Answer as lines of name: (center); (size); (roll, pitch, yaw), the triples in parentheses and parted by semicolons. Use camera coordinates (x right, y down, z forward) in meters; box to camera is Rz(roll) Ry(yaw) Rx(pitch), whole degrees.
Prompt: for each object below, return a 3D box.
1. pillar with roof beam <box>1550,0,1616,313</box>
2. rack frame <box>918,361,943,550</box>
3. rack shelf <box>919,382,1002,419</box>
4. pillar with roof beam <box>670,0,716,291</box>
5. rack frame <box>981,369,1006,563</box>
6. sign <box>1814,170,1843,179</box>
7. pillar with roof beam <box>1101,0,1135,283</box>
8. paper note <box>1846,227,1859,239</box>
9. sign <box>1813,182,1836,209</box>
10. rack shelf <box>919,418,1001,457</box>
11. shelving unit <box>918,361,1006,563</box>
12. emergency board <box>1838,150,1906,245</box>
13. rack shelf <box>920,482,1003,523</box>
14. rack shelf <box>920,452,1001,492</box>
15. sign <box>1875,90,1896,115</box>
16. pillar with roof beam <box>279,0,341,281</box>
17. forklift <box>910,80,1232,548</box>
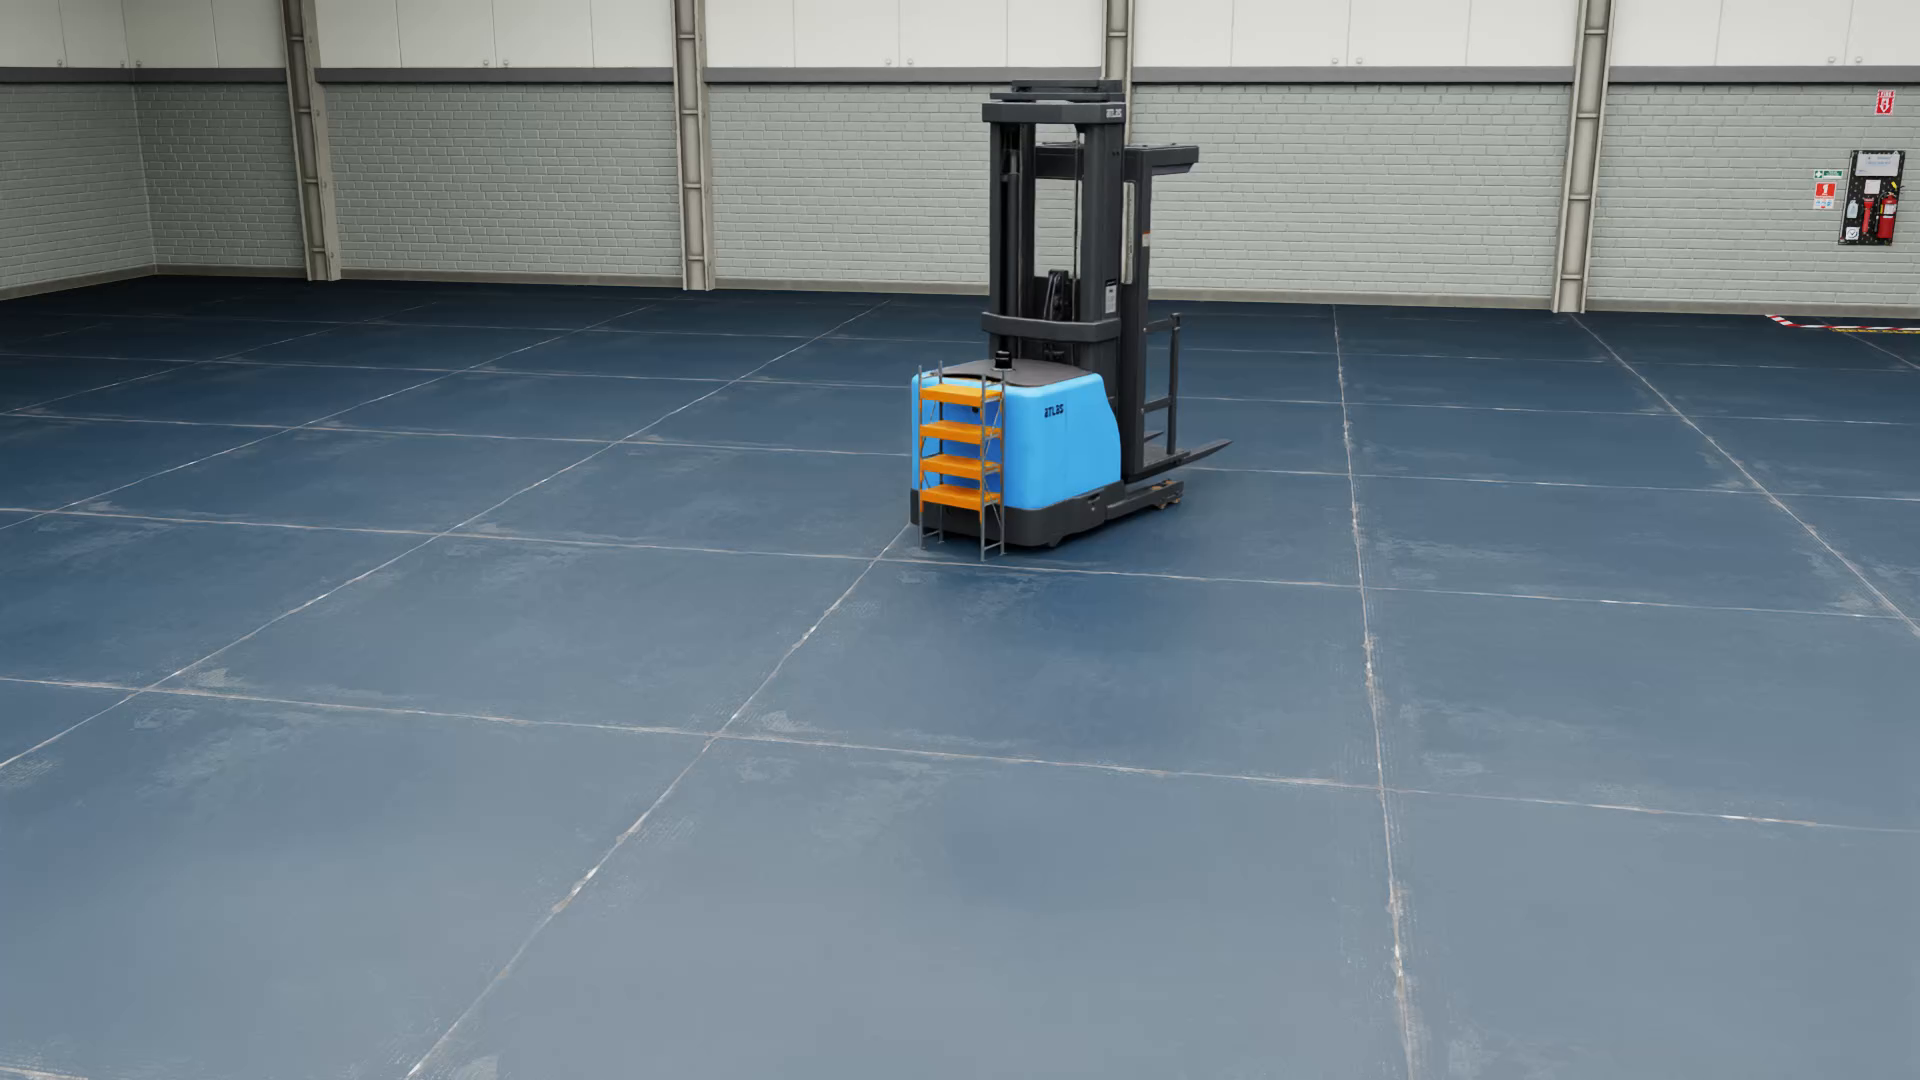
pillar with roof beam: (7.119, -6.217, 16.578); (0.400, 9.000, 9.100); (3, 16, 11)
rack frame: (-0.187, -0.538, 10.686); (0.015, 1.200, 0.240); (11, 19, 35)
rack shelf: (0.010, -0.878, 10.442); (0.480, 0.148, 0.258); (11, 19, 35)
pillar with roof beam: (-4.641, -6.855, 18.882); (0.400, 9.000, 9.100); (3, 16, 11)
rack frame: (0.208, -0.461, 10.409); (0.015, 1.200, 0.240); (11, 19, 35)
sign: (10.924, -4.600, 20.921); (0.331, 0.109, 0.001); (3, 16, 11)
pillar with roof beam: (1.239, -6.536, 17.730); (0.400, 9.000, 9.100); (3, 16, 11)
paper note: (11.283, -3.877, 21.019); (0.142, 0.148, 0.016); (3, 16, 11)
sign: (10.921, -4.348, 21.001); (0.234, 0.329, 0.001); (3, 16, 11)
rack shelf: (0.010, -0.650, 10.505); (0.480, 0.148, 0.258); (11, 19, 35)
shelving unit: (0.010, -0.499, 10.547); (0.503, 1.200, 0.258); (11, 19, 35)
emergency board: (11.442, -4.274, 20.803); (0.643, 1.169, 0.194); (3, 16, 11)
rack shelf: (0.010, -0.243, 10.618); (0.480, 0.148, 0.258); (11, 19, 35)
rack shelf: (0.010, -0.435, 10.565); (0.480, 0.148, 0.258); (11, 19, 35)
sign: (11.454, -5.418, 20.589); (0.199, 0.298, 0.001); (3, 16, 11)
pillar with roof beam: (-10.520, -7.174, 20.035); (0.400, 9.000, 9.100); (3, 16, 11)
forklift: (0.950, -1.699, 11.635); (1.130, 2.935, 3.031); (11, 19, 35)
